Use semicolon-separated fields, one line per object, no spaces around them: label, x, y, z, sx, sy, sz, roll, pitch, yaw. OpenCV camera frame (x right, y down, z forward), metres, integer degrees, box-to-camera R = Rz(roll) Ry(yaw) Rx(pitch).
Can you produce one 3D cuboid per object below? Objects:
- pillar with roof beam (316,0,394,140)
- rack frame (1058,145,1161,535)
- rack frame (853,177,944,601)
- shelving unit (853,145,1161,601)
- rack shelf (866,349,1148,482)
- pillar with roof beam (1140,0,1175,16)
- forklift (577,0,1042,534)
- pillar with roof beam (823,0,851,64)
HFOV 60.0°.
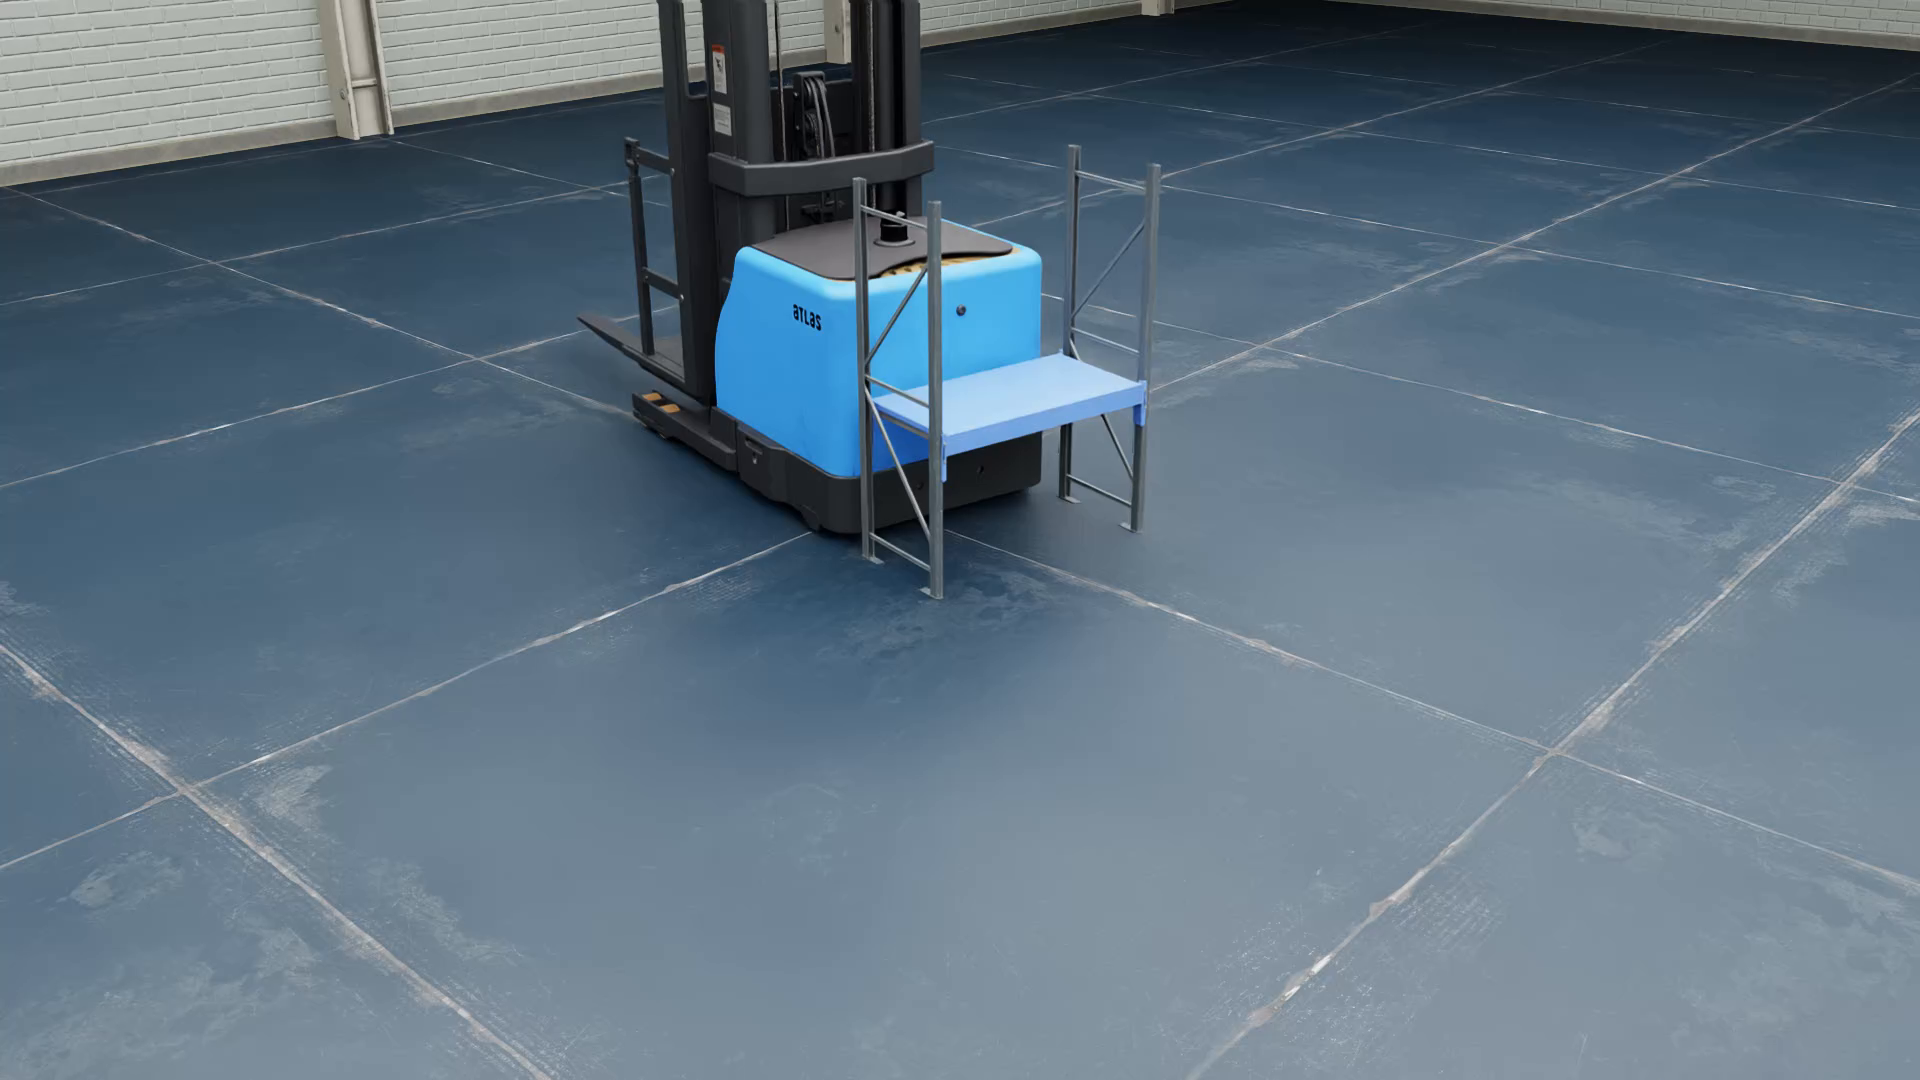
pillar with roof beam;-2.085;-6.539;10.336;9.100;9.000;0.400;20;31;38
rack frame;0.587;-0.791;6.680;0.032;1.500;0.500;-17;29;-33
rack frame;-0.225;-0.540;6.121;0.032;1.500;0.500;-17;29;-33
shelving unit;0.181;-0.665;6.401;1.048;1.500;0.538;-17;29;-33
rack shelf;0.181;-0.501;6.474;1.000;0.185;0.538;-17;29;-33
pillar with roof beam;5.924;-10.195;18.490;9.100;9.000;0.400;20;31;38
forklift;-0.906;-1.909;7.424;1.130;2.935;3.031;-16;29;-32
pillar with roof beam;1.920;-8.367;14.413;9.100;9.000;0.400;20;31;38
